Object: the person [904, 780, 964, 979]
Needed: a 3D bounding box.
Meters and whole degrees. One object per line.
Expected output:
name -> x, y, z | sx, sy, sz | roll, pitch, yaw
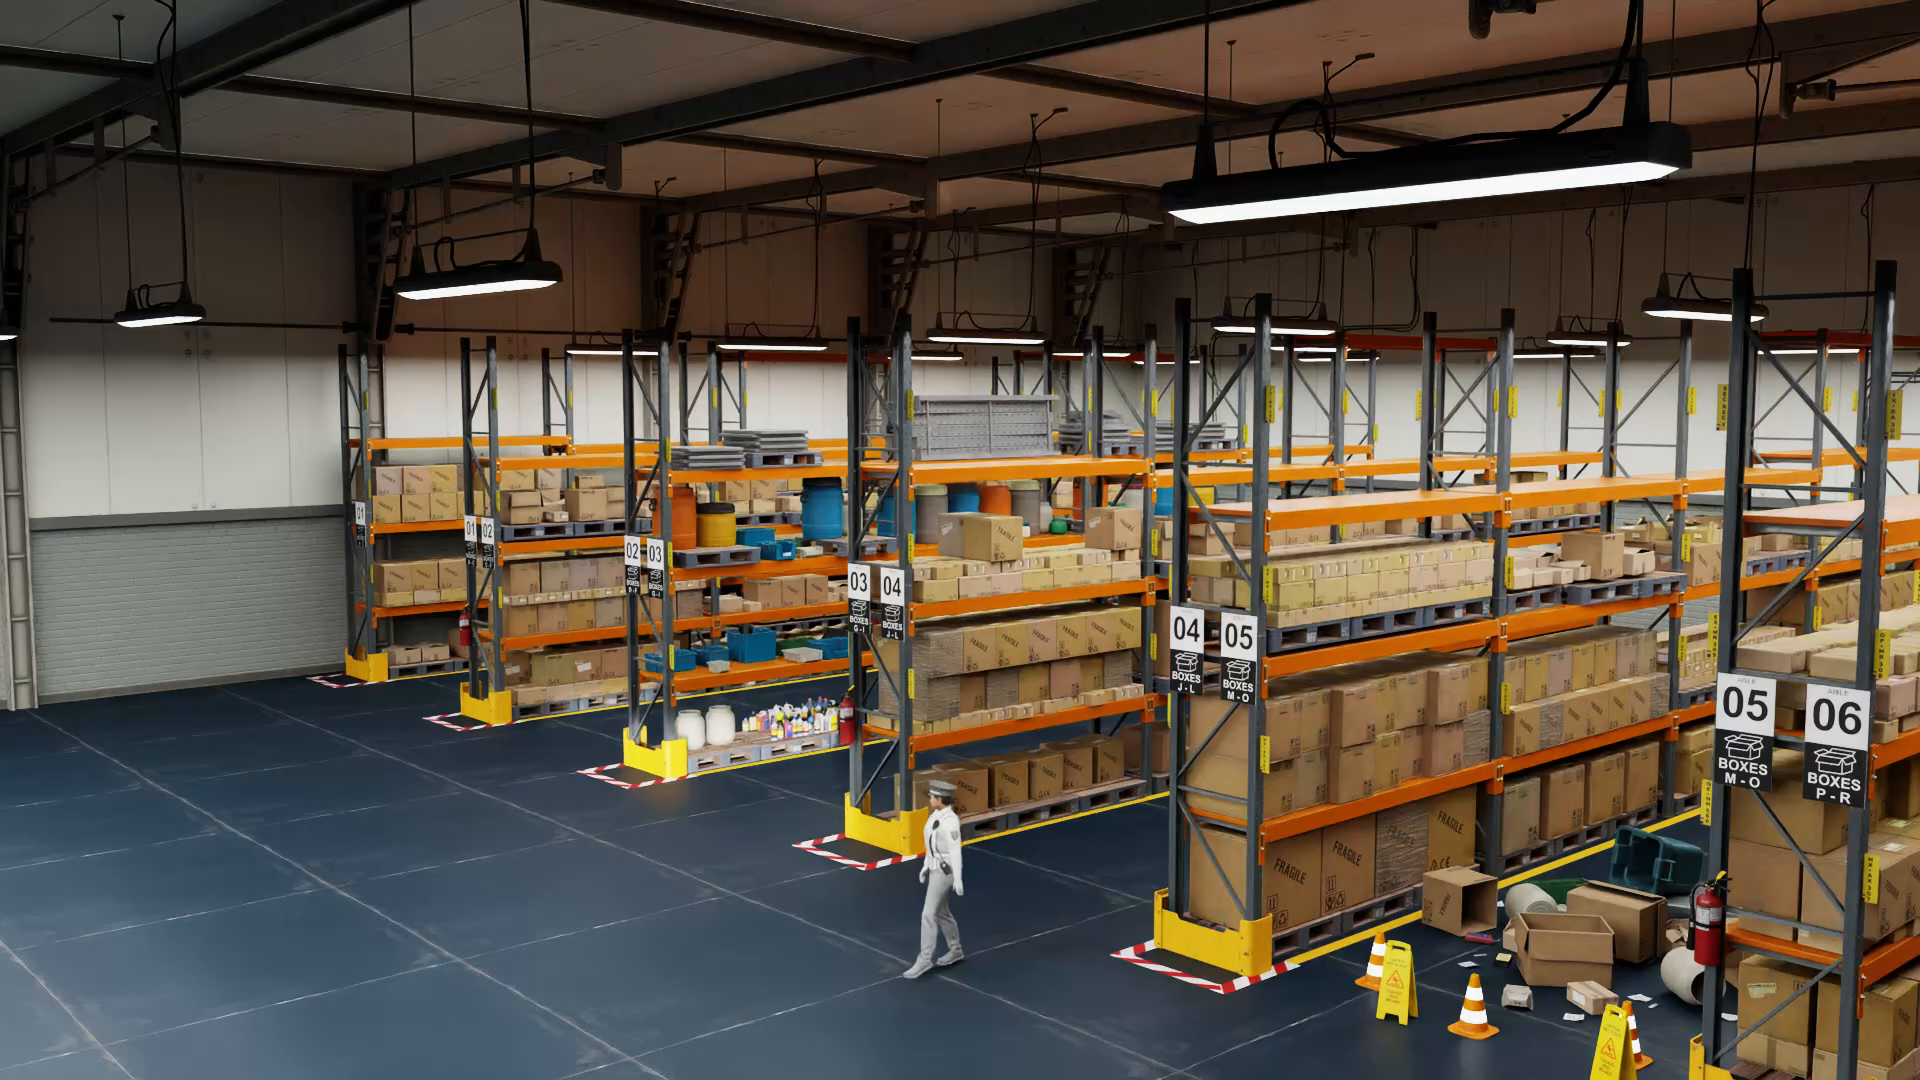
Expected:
person -> -0.247, 3.004, 14.884 | 0.622, 1.671, 0.549 | -1, 5, -14
